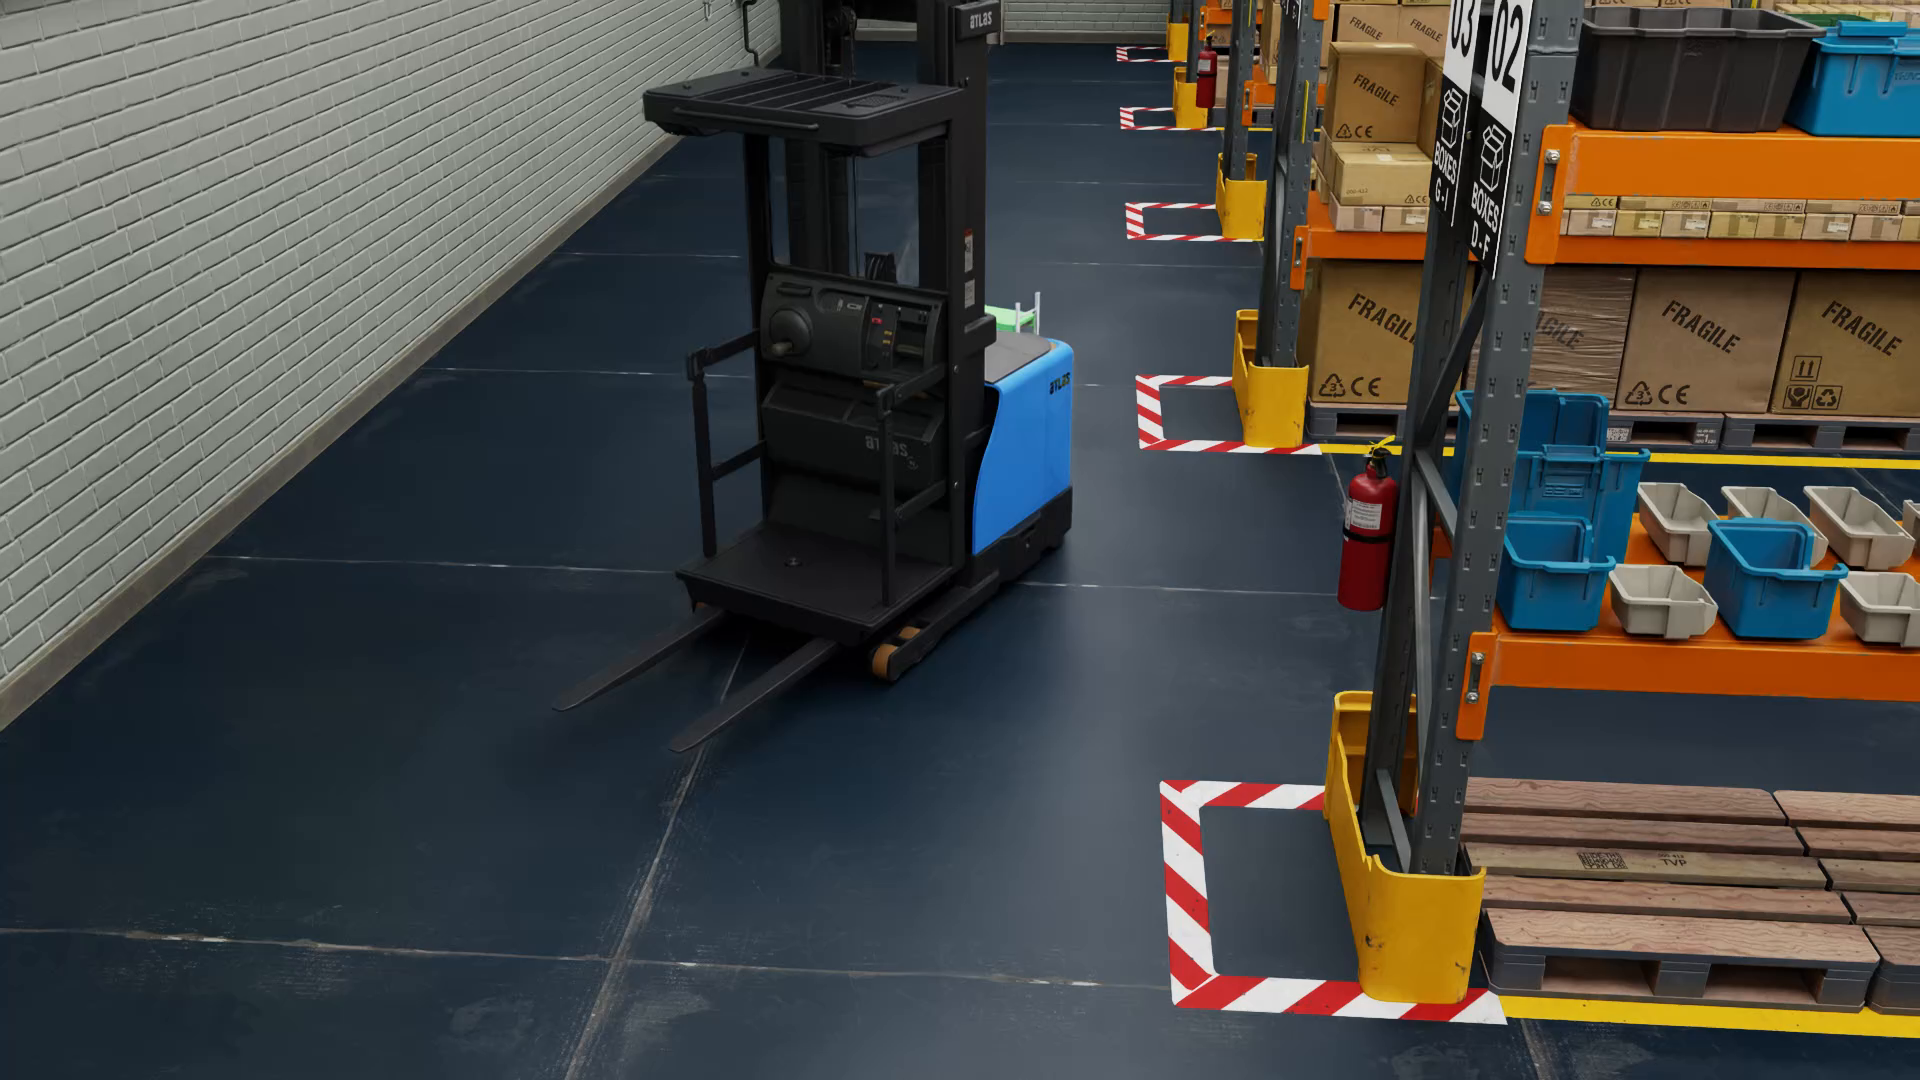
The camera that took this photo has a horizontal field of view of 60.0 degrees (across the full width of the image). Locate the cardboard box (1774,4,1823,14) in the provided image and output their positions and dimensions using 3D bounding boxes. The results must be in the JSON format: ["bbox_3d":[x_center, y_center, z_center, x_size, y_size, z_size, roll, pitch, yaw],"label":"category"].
[{"bbox_3d":[6.772,-4.236,13.453,0.250,0.149,0.380,3,25,7],"label":"cardboard box"}]

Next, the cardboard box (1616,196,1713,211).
[{"bbox_3d":[3.944,-2.050,9.441,0.500,0.250,0.500,1,25,3],"label":"cardboard box"}]

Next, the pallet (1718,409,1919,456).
[{"bbox_3d":[5.182,-0.819,10.278,1.213,0.211,1.003,2,25,4],"label":"pallet"}]

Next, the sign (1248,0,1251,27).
[{"bbox_3d":[2.385,-4.388,13.663,0.005,0.325,0.100,2,25,4],"label":"sign"}]

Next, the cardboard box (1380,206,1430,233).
[{"bbox_3d":[2.530,-1.887,9.562,0.250,0.149,0.380,1,25,3],"label":"cardboard box"}]

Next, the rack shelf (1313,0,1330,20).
[{"bbox_3d":[3.940,-3.129,9.234,4.000,0.370,1.077,2,25,4],"label":"rack shelf"}]

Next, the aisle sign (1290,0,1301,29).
[{"bbox_3d":[1.851,-3.215,9.040,0.004,0.787,0.394,2,25,4],"label":"aisle sign"}]

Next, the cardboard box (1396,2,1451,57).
[{"bbox_3d":[3.876,-4.245,13.911,0.500,0.500,0.500,2,25,5],"label":"cardboard box"}]

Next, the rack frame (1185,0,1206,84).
[{"bbox_3d":[2.704,-6.288,18.826,0.127,3.000,1.000,2,25,4],"label":"rack frame"}]

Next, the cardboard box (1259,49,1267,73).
[{"bbox_3d":[2.773,-4.214,14.621,0.250,0.149,0.380,2,25,4],"label":"cardboard box"}]

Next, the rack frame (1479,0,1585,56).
[{"bbox_3d":[1.567,-2.818,4.109,0.127,3.000,1.000,2,25,4],"label":"rack frame"}]

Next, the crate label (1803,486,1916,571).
[{"bbox_3d":[2.961,-0.036,5.483,0.243,0.136,0.396,2,25,4],"label":"crate label"}]

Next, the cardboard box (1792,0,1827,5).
[{"bbox_3d":[7.098,-4.500,14.028,0.250,0.149,0.380,1,25,2],"label":"cardboard box"}]

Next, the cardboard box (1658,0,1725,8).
[{"bbox_3d":[5.925,-4.630,13.553,0.500,0.500,0.500,1,25,2],"label":"cardboard box"}]

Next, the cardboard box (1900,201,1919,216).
[{"bbox_3d":[5.474,-2.001,9.334,0.500,0.250,0.500,1,25,3],"label":"cardboard box"}]

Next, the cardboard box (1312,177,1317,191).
[{"bbox_3d":[3.198,-3.096,14.442,0.250,0.149,0.380,2,25,4],"label":"cardboard box"}]

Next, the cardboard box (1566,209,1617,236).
[{"bbox_3d":[3.557,-1.854,9.491,0.250,0.149,0.380,2,25,3],"label":"cardboard box"}]

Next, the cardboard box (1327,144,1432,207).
[{"bbox_3d":[2.404,-2.096,9.541,0.500,0.250,0.500,1,25,3],"label":"cardboard box"}]

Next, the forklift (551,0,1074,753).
[{"bbox_3d":[-0.600,-0.923,7.249,1.130,2.935,3.031,14,28,28],"label":"forklift"}]

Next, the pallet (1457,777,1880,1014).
[{"bbox_3d":[2.386,1.216,5.854,1.213,0.211,1.003,2,25,4],"label":"pallet"}]

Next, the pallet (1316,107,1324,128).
[{"bbox_3d":[4.721,-4.988,19.337,1.213,0.211,1.003,2,25,4],"label":"pallet"}]

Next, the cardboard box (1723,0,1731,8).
[{"bbox_3d":[8.137,-5.928,18.225,0.500,0.250,0.500,2,25,4],"label":"cardboard box"}]

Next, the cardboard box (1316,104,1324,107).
[{"bbox_3d":[4.283,-5.309,19.262,0.875,0.438,0.875,2,25,5],"label":"cardboard box"}]

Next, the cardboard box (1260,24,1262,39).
[{"bbox_3d":[4.533,-7.309,23.534,0.500,0.500,0.700,3,25,6],"label":"cardboard box"}]

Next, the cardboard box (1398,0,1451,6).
[{"bbox_3d":[3.874,-4.692,13.686,0.500,0.500,0.500,1,25,3],"label":"cardboard box"}]

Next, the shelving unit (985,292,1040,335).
[{"bbox_3d":[0.139,-0.759,8.965,0.503,1.200,0.258,14,28,27],"label":"shelving unit"}]

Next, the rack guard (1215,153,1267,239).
[{"bbox_3d":[2.502,-3.083,14.852,0.348,0.500,1.175,2,25,4],"label":"rack guard"}]

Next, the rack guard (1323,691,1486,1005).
[{"bbox_3d":[1.542,1.047,5.876,0.348,0.500,1.175,2,25,4],"label":"rack guard"}]

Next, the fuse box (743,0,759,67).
[{"bbox_3d":[-2.613,-6.744,21.359,0.414,1.711,0.539,2,25,4],"label":"fuse box"}]

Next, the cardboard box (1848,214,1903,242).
[{"bbox_3d":[5.092,-1.805,9.384,0.250,0.149,0.380,1,25,3],"label":"cardboard box"}]

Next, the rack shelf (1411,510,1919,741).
[{"bbox_3d":[3.561,0.298,5.375,4.000,0.370,1.077,2,25,4],"label":"rack shelf"}]

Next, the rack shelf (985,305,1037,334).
[{"bbox_3d":[0.139,-1.137,8.791,0.480,0.148,0.258,14,28,27],"label":"rack shelf"}]

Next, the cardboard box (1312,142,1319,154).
[{"bbox_3d":[3.220,-3.444,14.842,0.250,0.149,0.380,2,25,5],"label":"cardboard box"}]

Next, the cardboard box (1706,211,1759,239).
[{"bbox_3d":[4.323,-1.829,9.438,0.250,0.149,0.380,1,25,3],"label":"cardboard box"}]

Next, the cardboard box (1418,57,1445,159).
[{"bbox_3d":[2.902,-2.421,9.349,0.500,0.500,0.500,1,25,3],"label":"cardboard box"}]

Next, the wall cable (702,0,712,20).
[{"bbox_3d":[-2.920,-6.934,18.978,0.123,1.953,0.585,2,25,4],"label":"wall cable"}]

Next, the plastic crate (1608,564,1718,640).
[{"bbox_3d":[2.101,0.190,4.993,0.298,0.136,0.250,2,25,4],"label":"plastic crate"}]

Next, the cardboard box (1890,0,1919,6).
[{"bbox_3d":[7.862,-4.474,13.970,0.250,0.149,0.380,1,25,2],"label":"cardboard box"}]

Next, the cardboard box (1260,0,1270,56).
[{"bbox_3d":[2.894,-4.495,14.454,0.500,0.500,0.500,2,25,5],"label":"cardboard box"}]

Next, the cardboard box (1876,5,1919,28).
[{"bbox_3d":[7.555,-4.211,13.400,0.250,0.149,0.380,2,25,3],"label":"cardboard box"}]

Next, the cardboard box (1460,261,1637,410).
[{"bbox_3d":[3.497,-1.366,10.171,0.875,0.875,0.875,2,25,4],"label":"cardboard box"}]

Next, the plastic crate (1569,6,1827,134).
[{"bbox_3d":[1.929,-1.268,4.484,0.590,0.269,0.497,2,25,4],"label":"plastic crate"}]

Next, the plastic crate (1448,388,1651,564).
[{"bbox_3d":[1.915,-0.203,5.489,0.499,0.435,0.616,2,25,4],"label":"plastic crate"}]
